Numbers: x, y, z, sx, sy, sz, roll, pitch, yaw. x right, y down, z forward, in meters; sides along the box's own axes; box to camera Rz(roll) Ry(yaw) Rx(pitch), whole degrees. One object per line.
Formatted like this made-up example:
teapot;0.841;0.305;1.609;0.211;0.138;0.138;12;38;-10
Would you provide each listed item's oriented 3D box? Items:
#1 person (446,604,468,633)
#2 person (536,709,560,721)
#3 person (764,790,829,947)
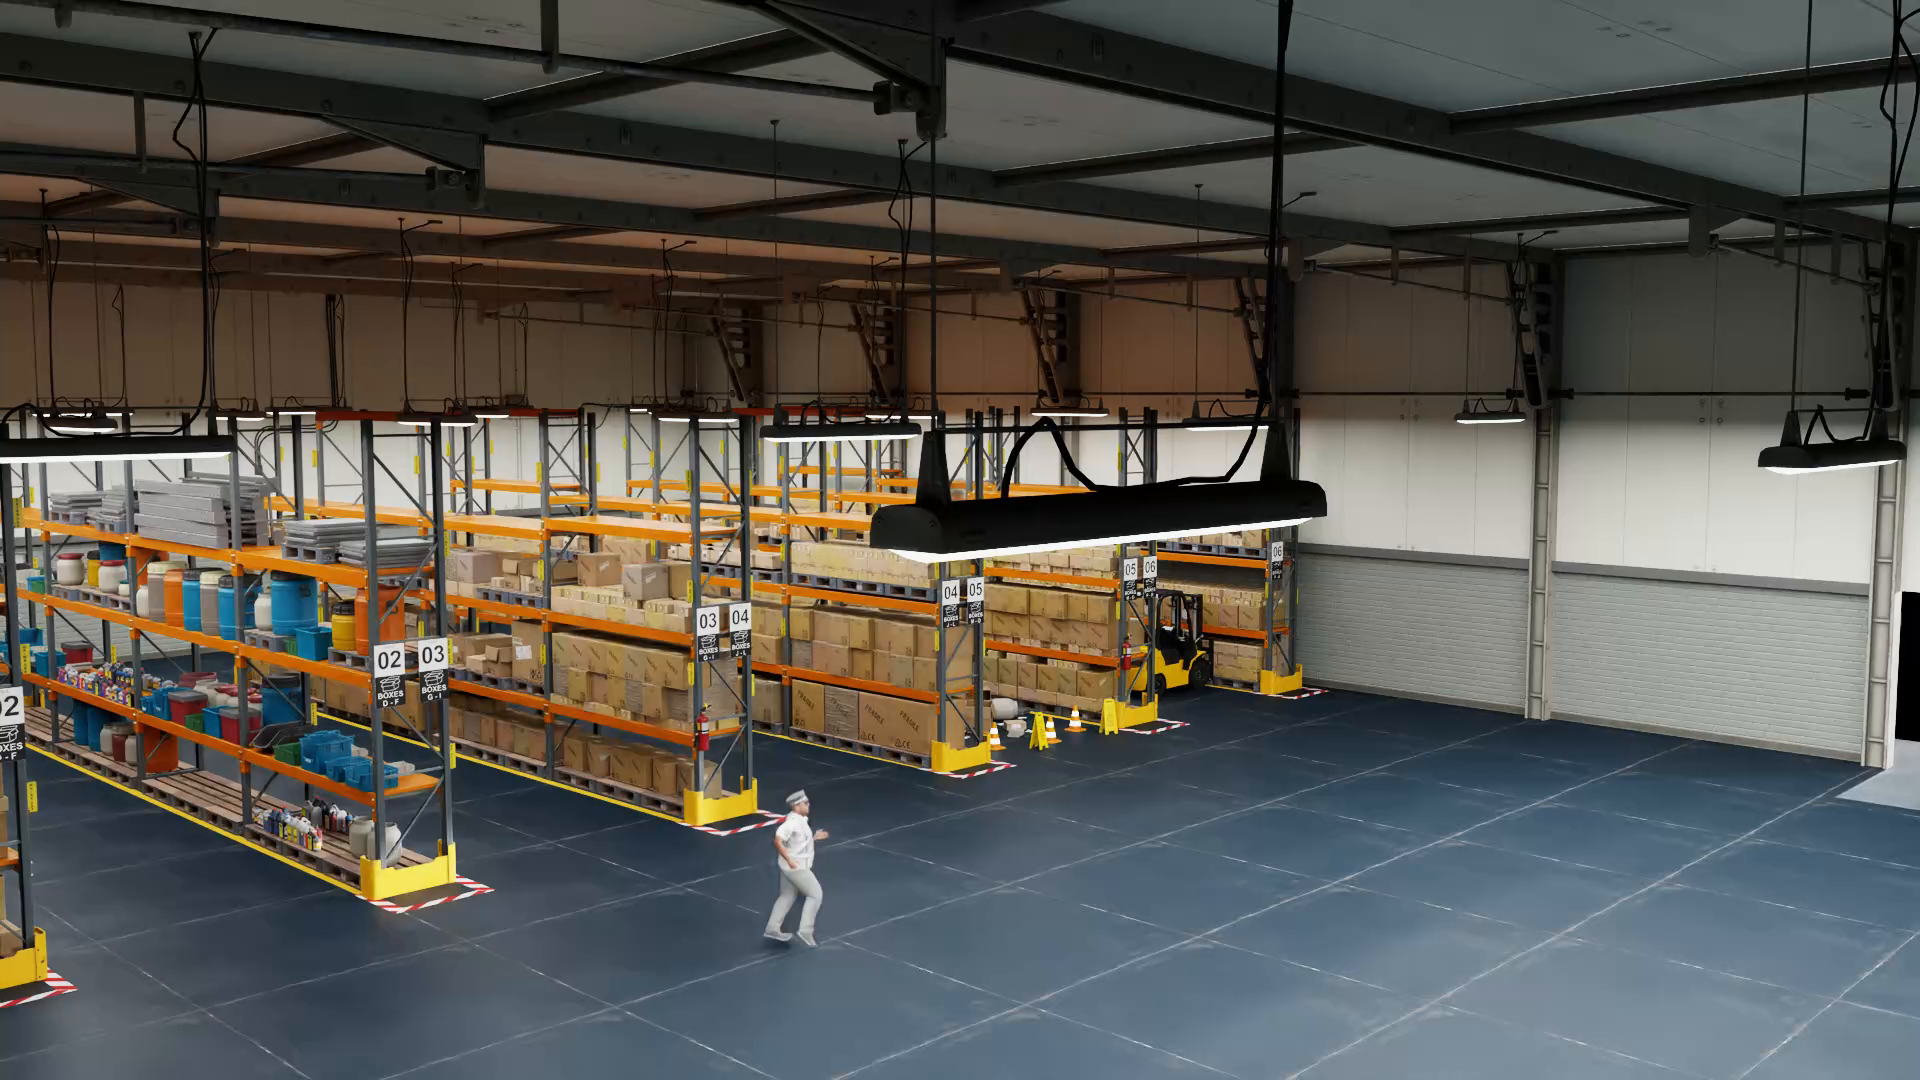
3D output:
person;-12.117;1.905;40.094;0.669;1.737;0.589;3;6;33
person;-7.782;2.614;31.534;0.983;1.785;0.658;4;6;37
person;-1.877;3.780;19.102;0.777;1.860;0.624;-1;5;-14
